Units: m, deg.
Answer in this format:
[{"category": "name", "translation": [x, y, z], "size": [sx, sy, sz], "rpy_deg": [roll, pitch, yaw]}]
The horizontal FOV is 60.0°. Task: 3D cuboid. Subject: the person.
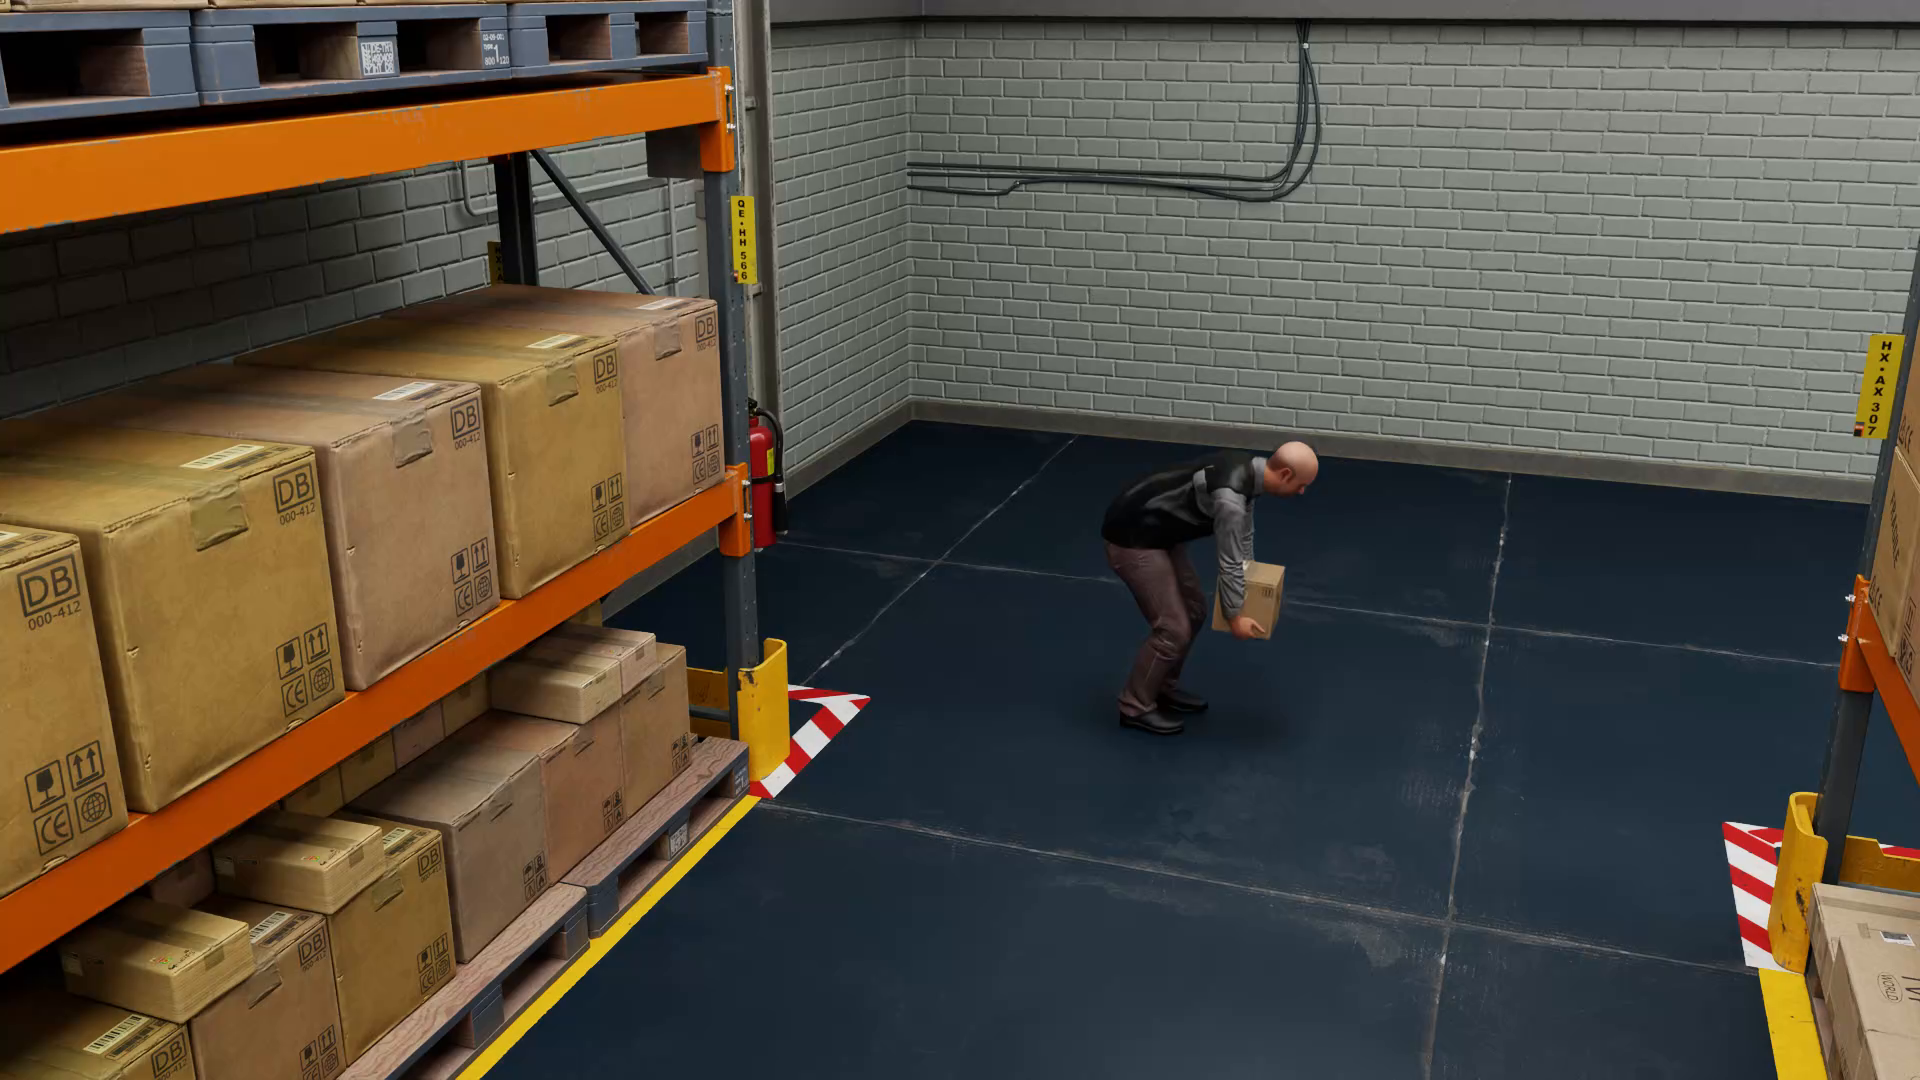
[{"category": "person", "translation": [1.060, 0.183, 7.205], "size": [0.896, 1.310, 0.474], "rpy_deg": [6, 19, 16]}]
